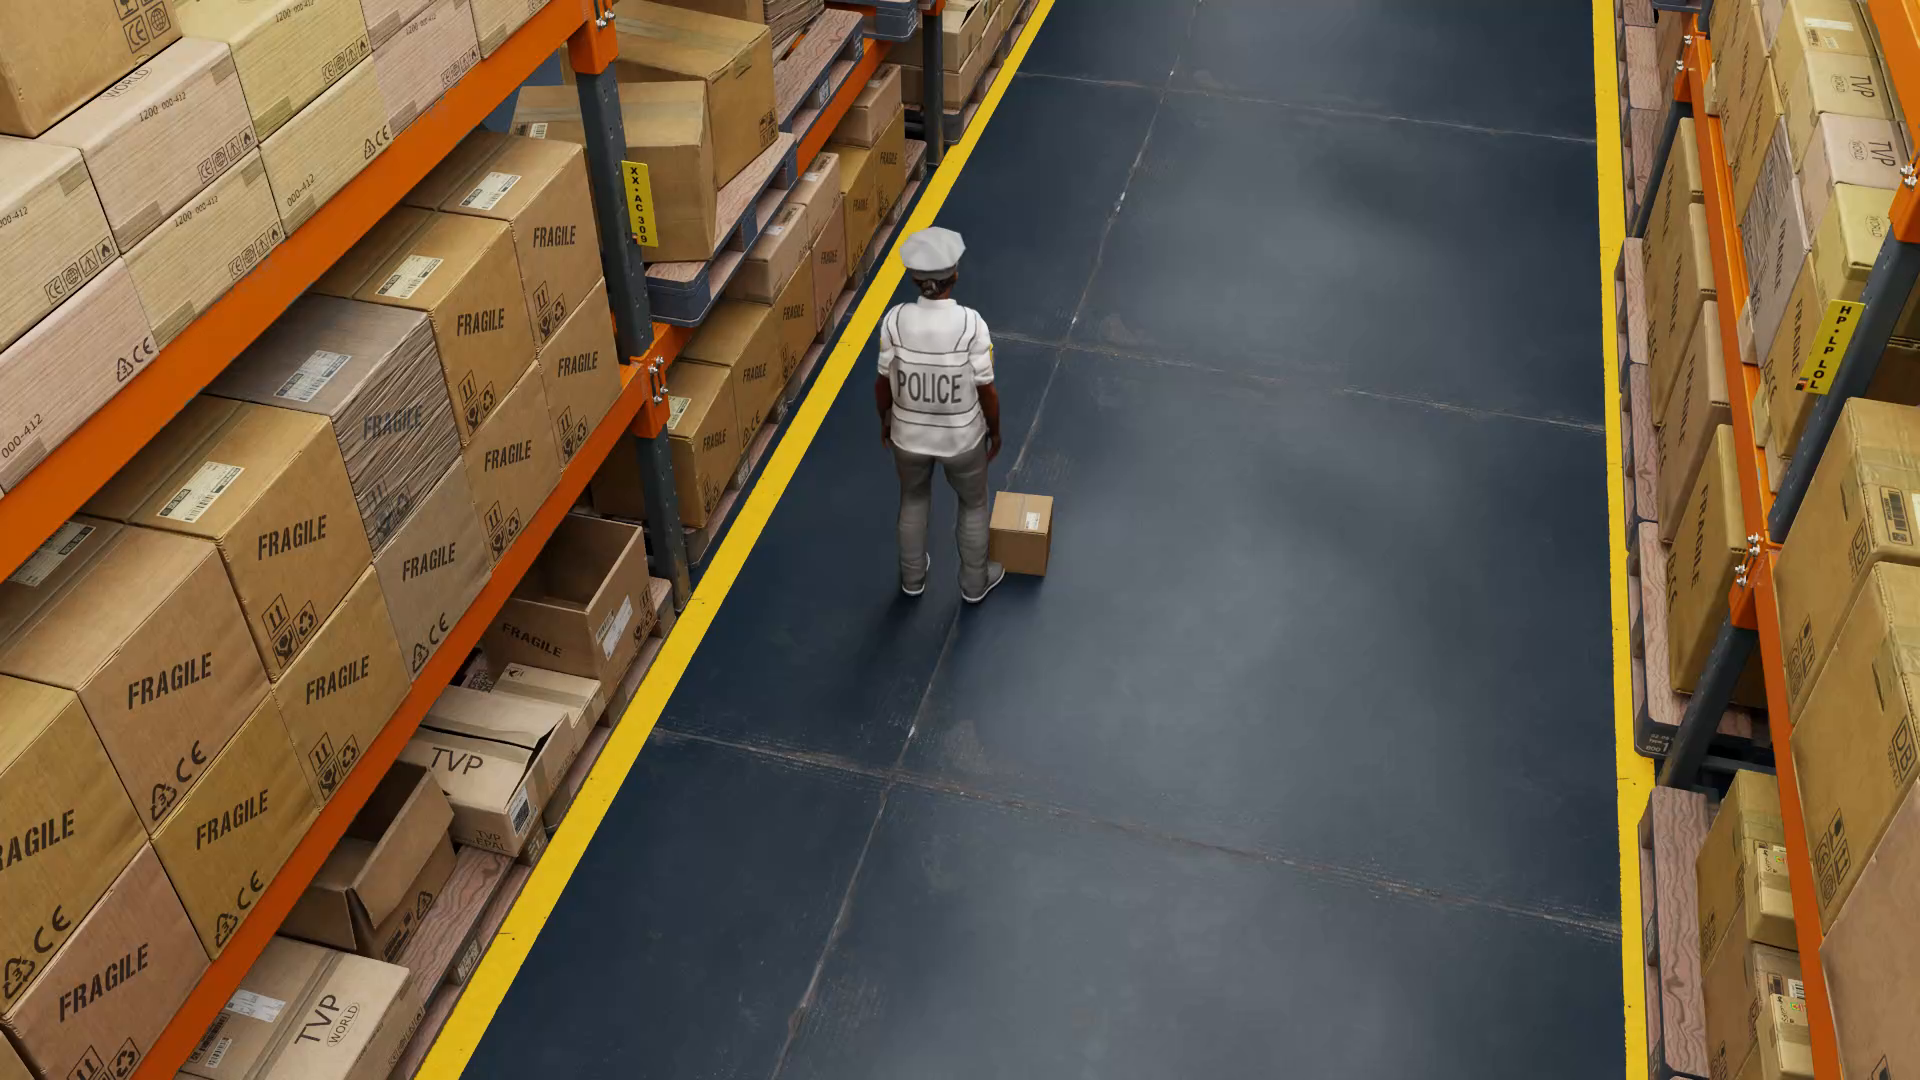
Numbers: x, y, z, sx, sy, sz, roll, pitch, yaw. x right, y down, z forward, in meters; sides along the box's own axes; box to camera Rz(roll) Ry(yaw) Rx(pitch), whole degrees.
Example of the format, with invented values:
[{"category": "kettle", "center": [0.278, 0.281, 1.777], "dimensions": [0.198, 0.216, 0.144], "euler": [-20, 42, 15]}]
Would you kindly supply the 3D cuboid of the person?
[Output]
[{"category": "person", "center": [-0.076, -0.436, 6.657], "dimensions": [0.513, 1.656, 0.395], "euler": [7, 42, 8]}]
